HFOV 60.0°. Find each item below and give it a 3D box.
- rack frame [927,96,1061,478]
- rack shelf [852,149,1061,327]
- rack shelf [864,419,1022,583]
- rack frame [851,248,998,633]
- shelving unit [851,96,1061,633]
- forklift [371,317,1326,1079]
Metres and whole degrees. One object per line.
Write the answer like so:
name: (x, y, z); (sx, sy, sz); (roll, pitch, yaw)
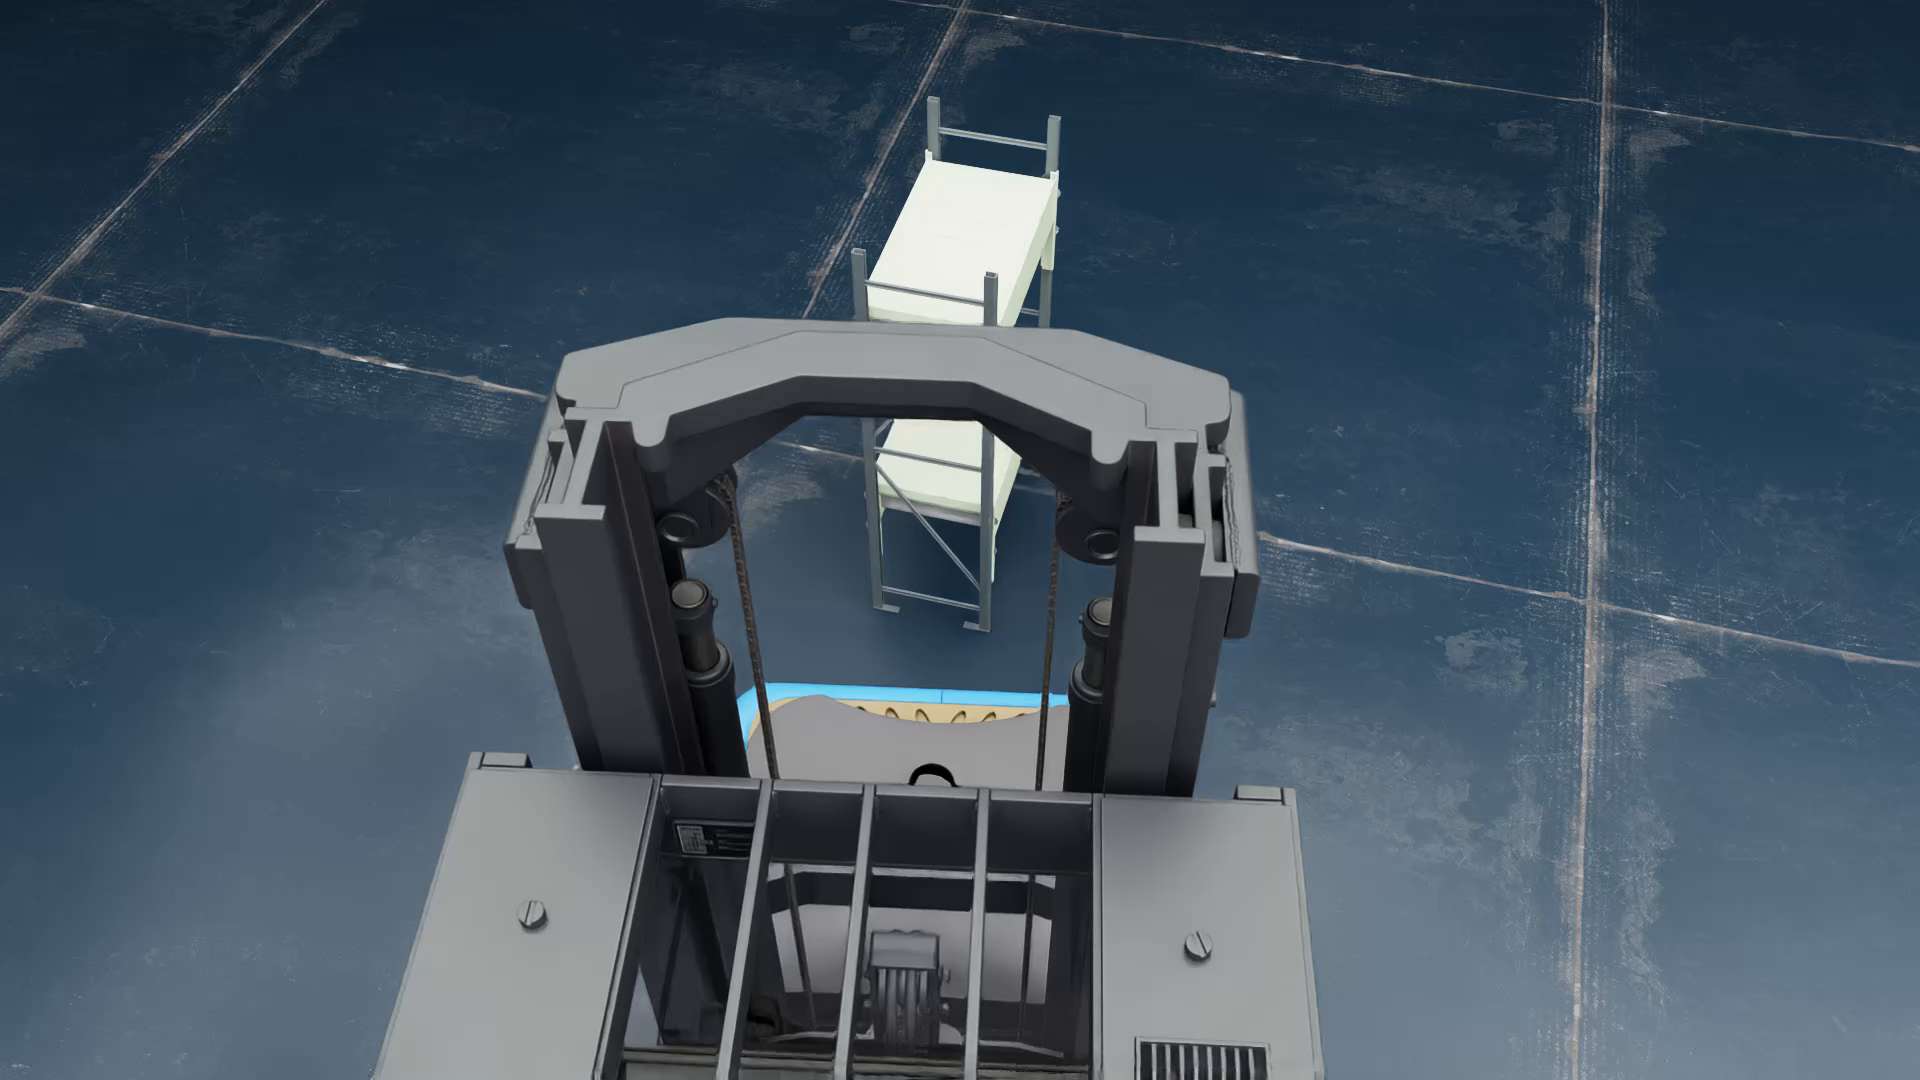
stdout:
rack frame: (0.098, -0.766, 5.426); (0.400, 1.500, 0.023); (12, 50, 10)
rack shelf: (0.002, -0.759, 4.899); (0.431, 0.370, 0.720); (12, 50, 10)
rack shelf: (0.002, -0.285, 5.436); (0.431, 0.370, 0.720); (12, 50, 10)
rack frame: (-0.095, -0.236, 4.958); (0.400, 1.500, 0.023); (12, 50, 10)
shelving unit: (0.002, -0.501, 5.192); (0.431, 1.500, 0.755); (12, 50, 10)
forklift: (-0.121, 1.207, 2.730); (1.130, 2.935, 3.031); (2, 49, 2)
